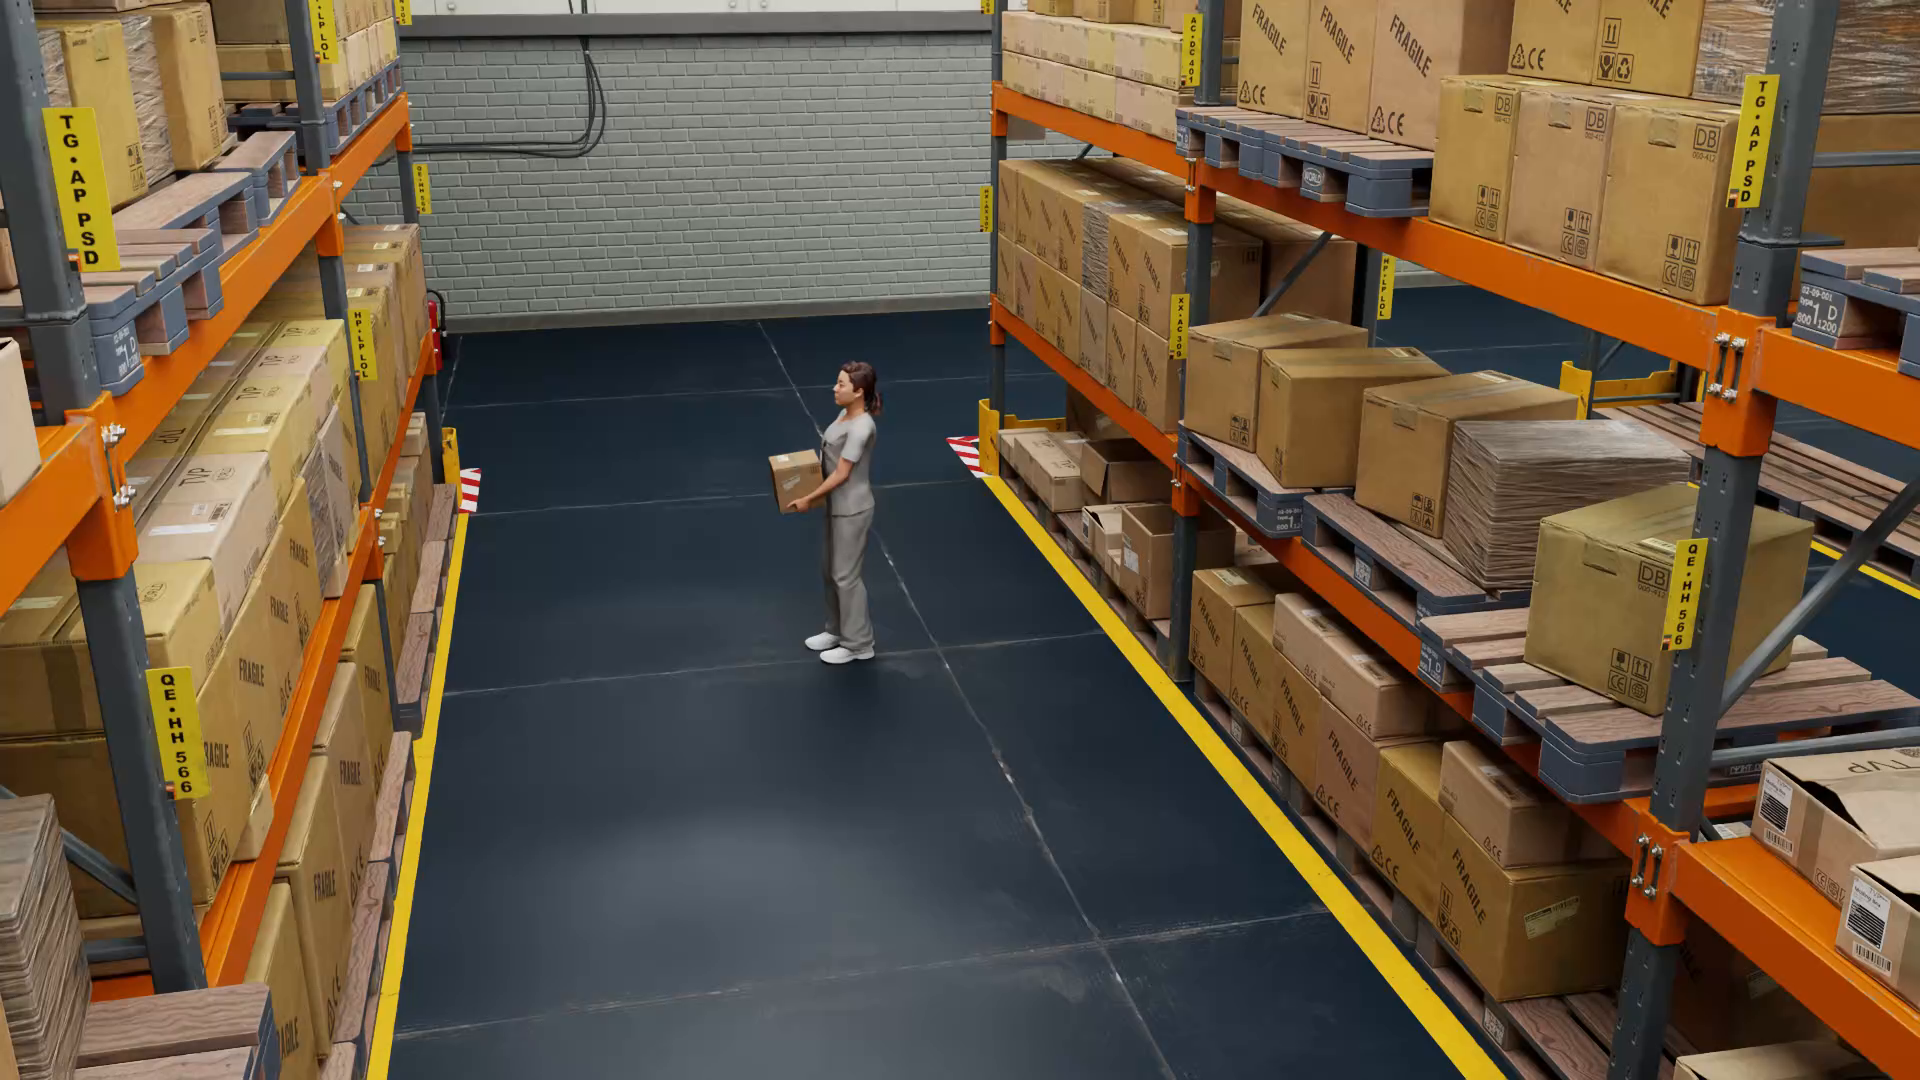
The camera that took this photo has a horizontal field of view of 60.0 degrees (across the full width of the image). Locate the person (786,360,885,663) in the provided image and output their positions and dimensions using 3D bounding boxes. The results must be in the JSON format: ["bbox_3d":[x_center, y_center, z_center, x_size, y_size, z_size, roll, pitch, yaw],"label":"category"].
[{"bbox_3d":[-0.675,-0.152,9.018,0.560,1.663,0.436,-4,20,-11],"label":"person"}]
